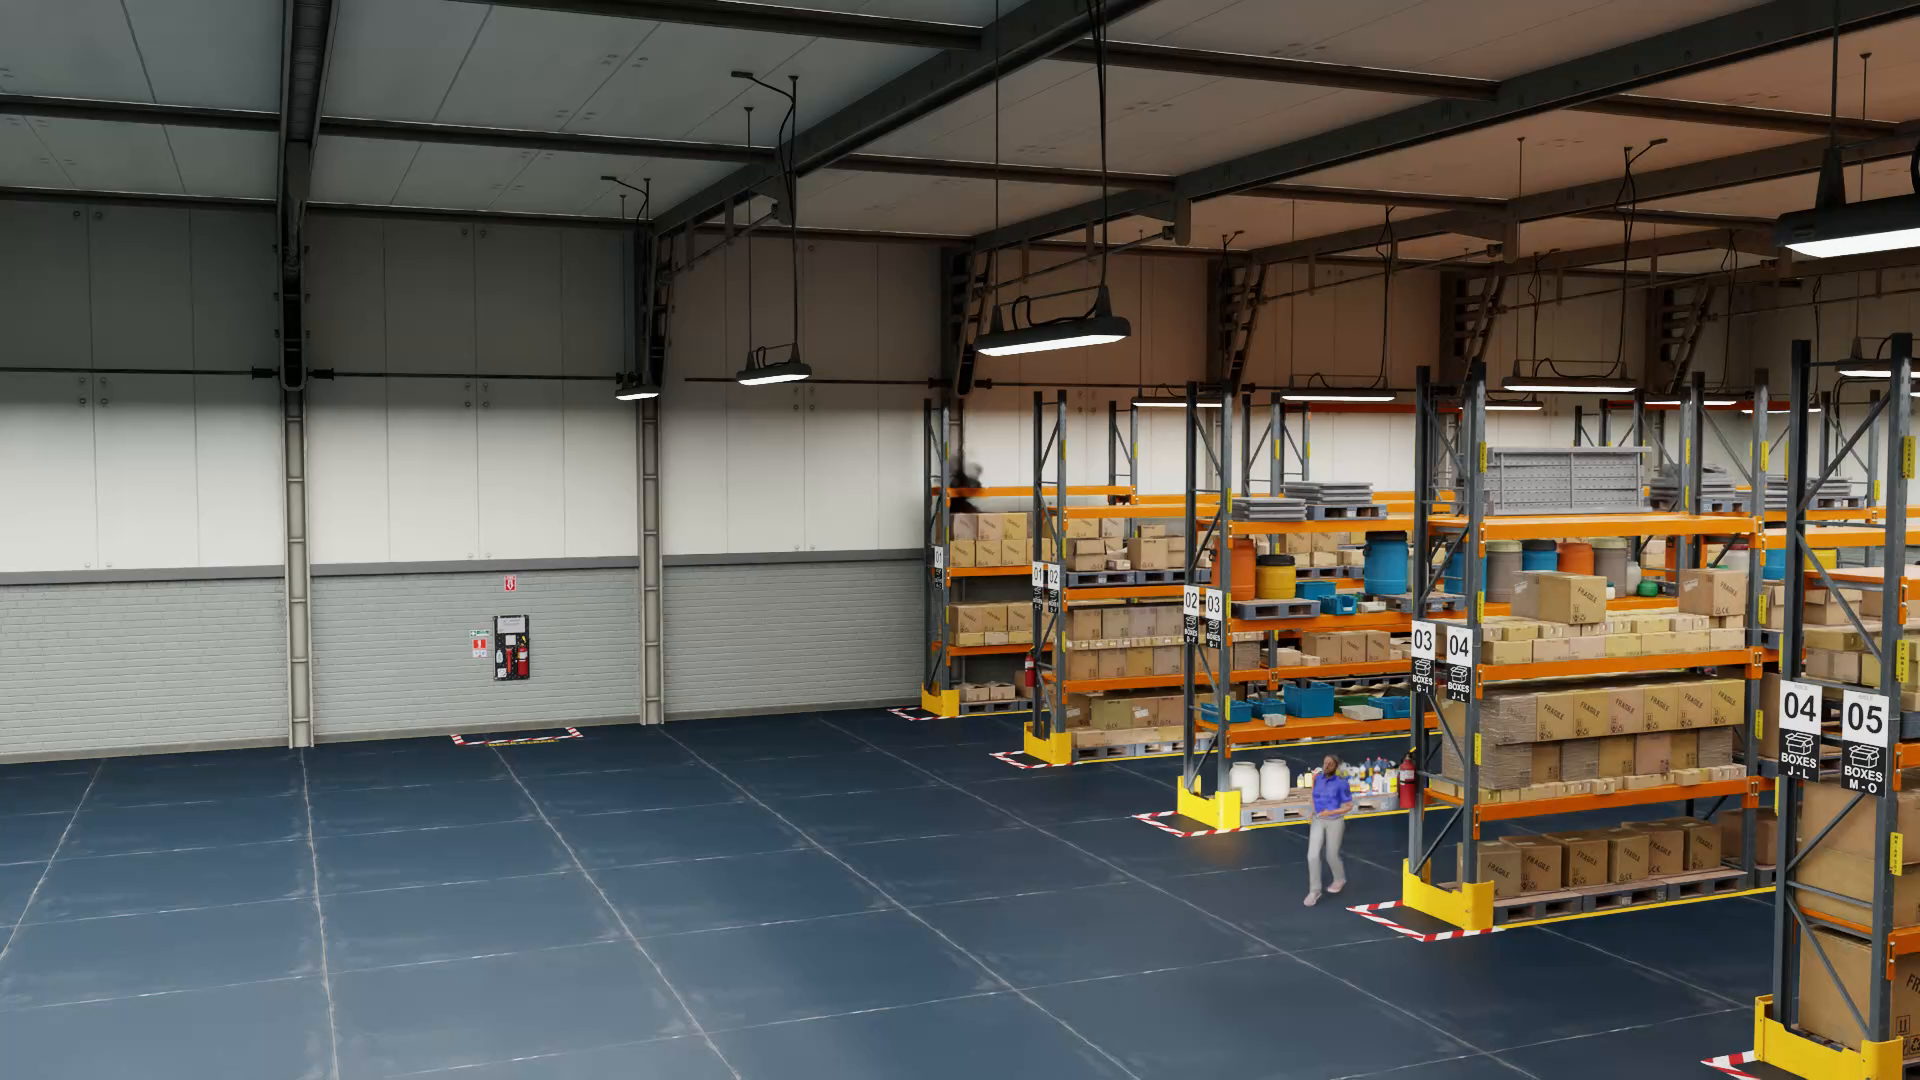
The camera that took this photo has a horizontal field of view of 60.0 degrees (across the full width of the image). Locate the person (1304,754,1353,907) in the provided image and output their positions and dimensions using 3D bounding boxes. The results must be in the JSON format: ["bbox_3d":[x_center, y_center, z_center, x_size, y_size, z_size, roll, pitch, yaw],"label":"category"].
[{"bbox_3d":[4.158,3.244,18.725,0.581,1.661,0.782,3,4,39],"label":"person"}]
